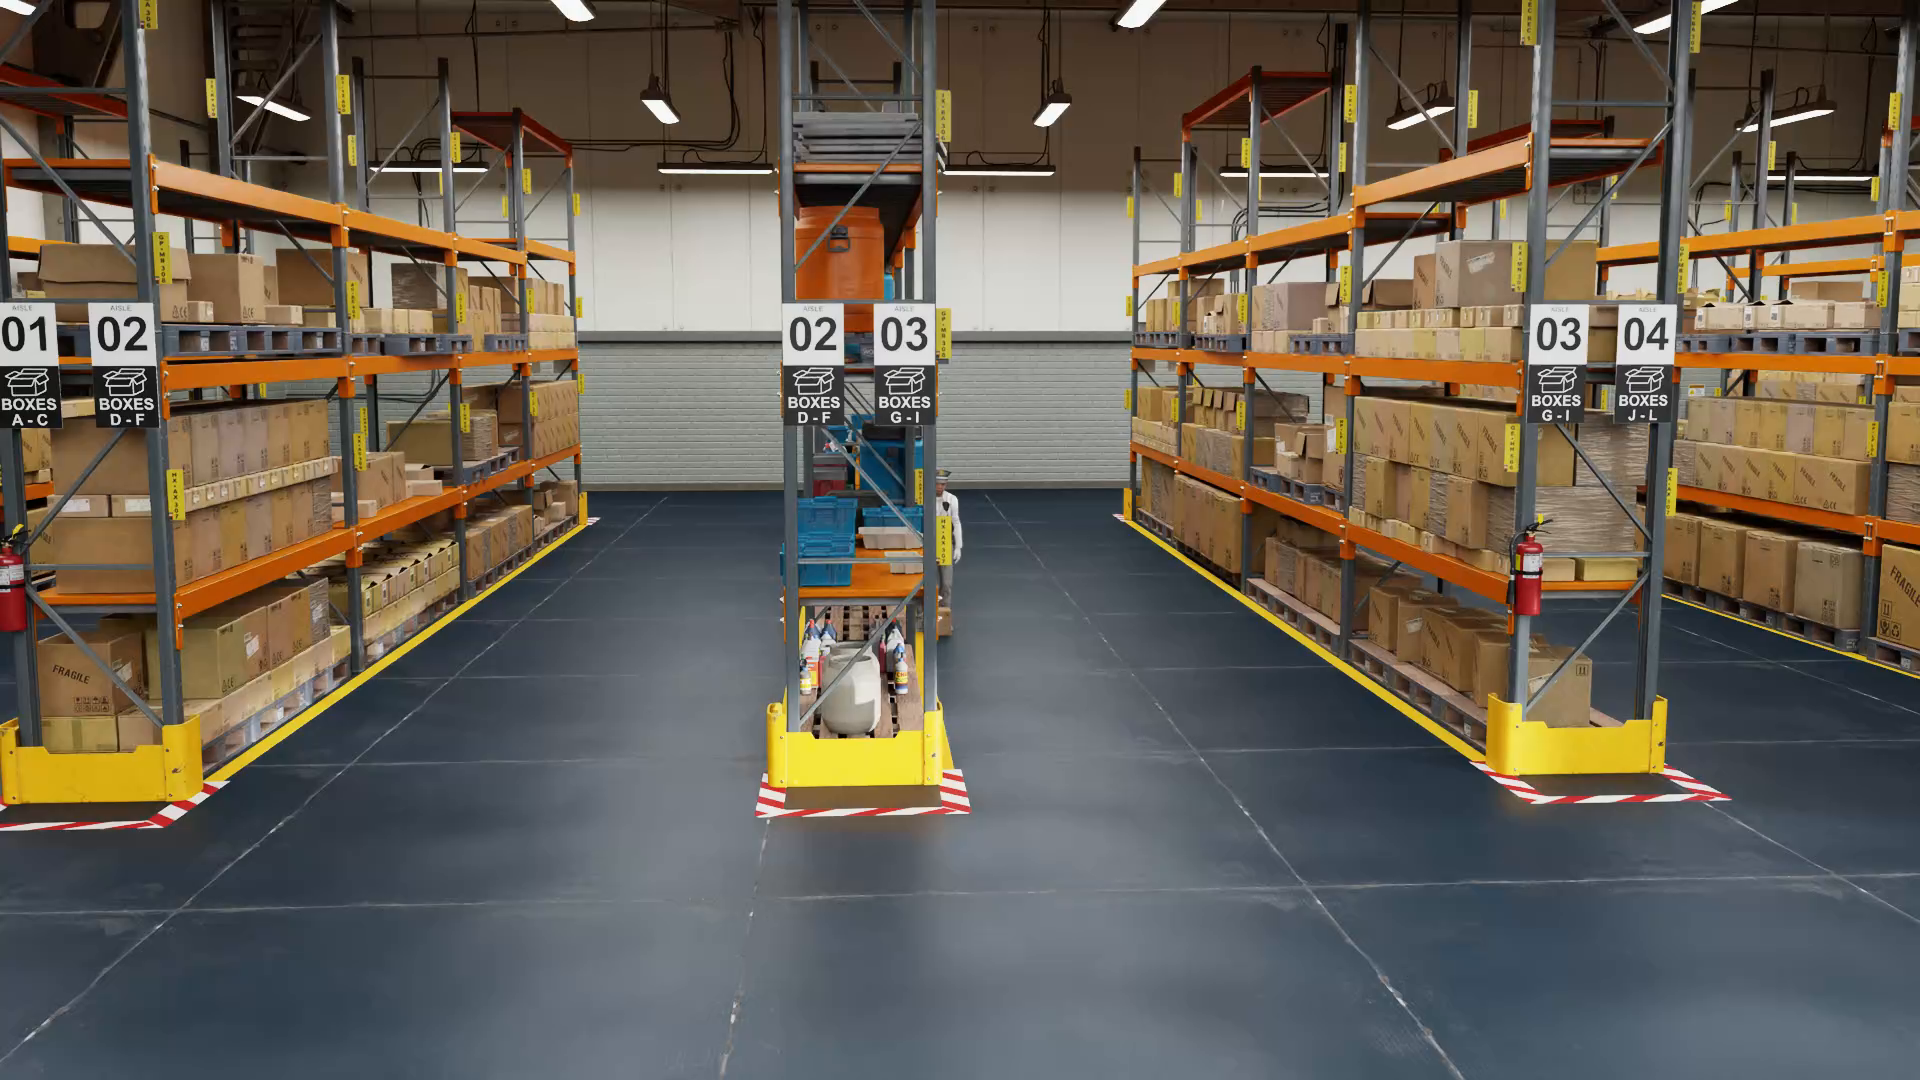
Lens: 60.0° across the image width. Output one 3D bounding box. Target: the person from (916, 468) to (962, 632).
[{"bbox_3d":[-0.243,0.094,16.973,0.541,1.661,0.375,-1,7,-7],"label":"person"}]
